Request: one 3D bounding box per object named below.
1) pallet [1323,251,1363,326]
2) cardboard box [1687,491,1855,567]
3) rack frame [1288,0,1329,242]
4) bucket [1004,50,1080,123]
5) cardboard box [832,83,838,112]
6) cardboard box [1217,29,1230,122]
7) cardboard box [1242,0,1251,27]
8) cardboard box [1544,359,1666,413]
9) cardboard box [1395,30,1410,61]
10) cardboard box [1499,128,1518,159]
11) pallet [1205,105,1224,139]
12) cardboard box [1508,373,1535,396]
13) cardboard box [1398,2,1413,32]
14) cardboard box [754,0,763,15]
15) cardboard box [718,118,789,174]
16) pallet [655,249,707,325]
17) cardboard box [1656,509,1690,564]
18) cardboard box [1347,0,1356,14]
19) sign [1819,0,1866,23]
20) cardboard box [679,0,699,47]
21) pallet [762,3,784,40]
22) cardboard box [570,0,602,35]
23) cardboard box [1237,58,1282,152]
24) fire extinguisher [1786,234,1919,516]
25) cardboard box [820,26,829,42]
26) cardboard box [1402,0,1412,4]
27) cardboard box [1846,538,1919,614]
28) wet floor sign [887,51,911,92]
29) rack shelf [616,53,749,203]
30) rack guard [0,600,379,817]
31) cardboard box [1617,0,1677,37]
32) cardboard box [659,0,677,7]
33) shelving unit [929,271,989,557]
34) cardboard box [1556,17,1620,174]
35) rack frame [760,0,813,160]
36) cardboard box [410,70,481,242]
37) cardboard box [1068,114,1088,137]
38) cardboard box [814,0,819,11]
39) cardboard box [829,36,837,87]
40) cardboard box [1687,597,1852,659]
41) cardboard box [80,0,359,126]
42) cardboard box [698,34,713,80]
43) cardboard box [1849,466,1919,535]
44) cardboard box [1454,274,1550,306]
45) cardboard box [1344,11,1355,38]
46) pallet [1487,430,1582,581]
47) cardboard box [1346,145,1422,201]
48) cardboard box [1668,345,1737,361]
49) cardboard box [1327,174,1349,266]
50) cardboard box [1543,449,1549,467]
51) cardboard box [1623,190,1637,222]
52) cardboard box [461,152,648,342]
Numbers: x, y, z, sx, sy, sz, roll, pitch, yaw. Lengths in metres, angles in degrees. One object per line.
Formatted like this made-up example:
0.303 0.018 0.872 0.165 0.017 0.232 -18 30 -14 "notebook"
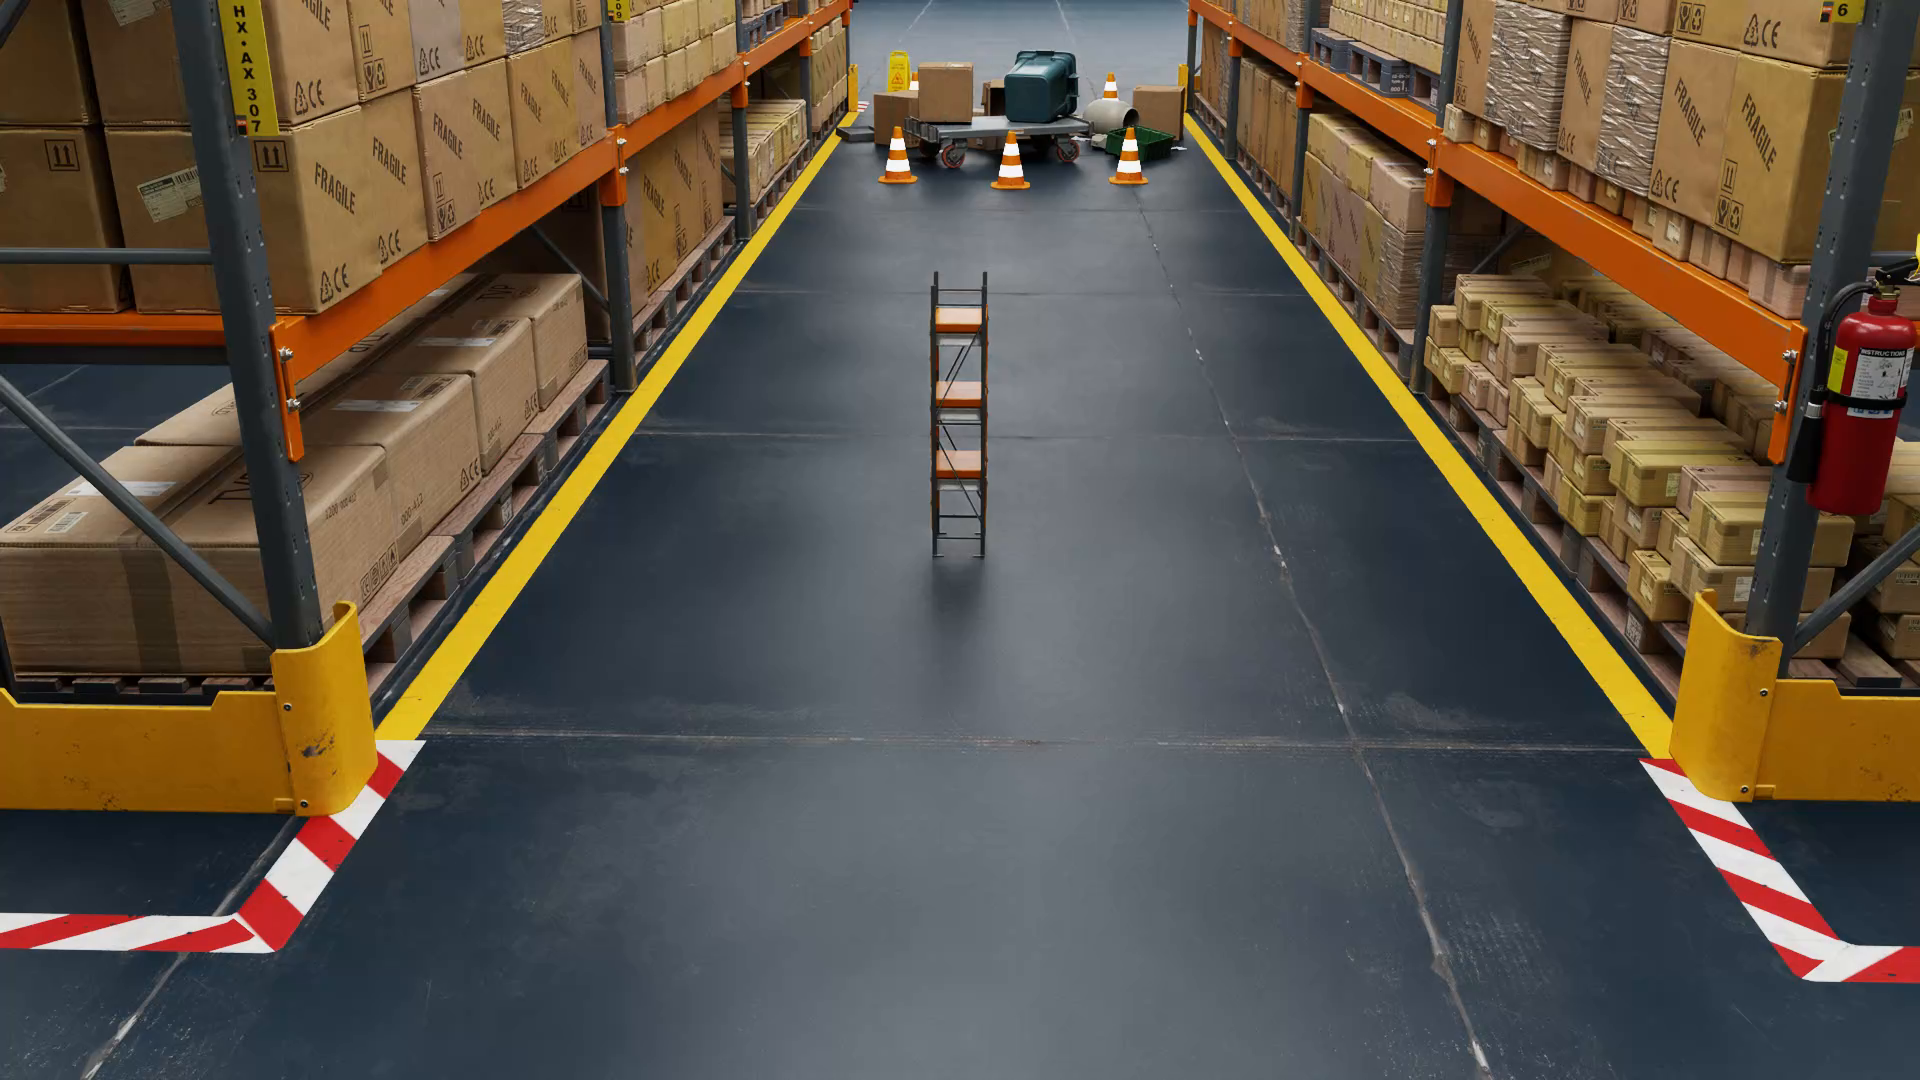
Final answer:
2.851 -1.566 10.273 1.003 0.211 1.213 1 21 2 "pallet"
2.436 -0.034 5.009 0.380 0.149 0.250 1 21 2 "cardboard box"
2.916 -3.589 11.631 1.000 3.000 0.127 1 21 2 "rack frame"
0.738 -4.292 15.868 0.726 0.611 0.620 8 33 20 "bucket"
-1.581 -4.741 17.822 0.500 0.250 0.500 0 21 0 "cardboard box"
3.151 -4.793 17.091 0.875 0.875 0.875 1 21 2 "cardboard box"
2.738 -4.712 14.387 0.500 0.500 0.500 1 21 2 "cardboard box"
2.504 -0.599 6.465 0.380 0.149 0.250 1 21 2 "cardboard box"
2.636 -2.742 9.216 0.380 0.149 0.250 0 21 -1 "cardboard box"
2.570 -1.735 7.201 0.380 0.149 0.250 0 21 -1 "cardboard box"
3.174 -4.451 17.709 1.003 0.211 1.213 1 21 2 "pallet"
2.532 -0.642 6.987 0.380 0.149 0.250 2 21 4 "cardboard box"
2.640 -2.884 9.170 0.380 0.149 0.250 0 21 -1 "cardboard box"
-1.713 -4.100 12.716 0.380 0.149 0.250 1 21 2 "cardboard box"
-1.964 -3.322 13.997 0.950 0.372 0.625 1 21 3 "cardboard box"
-2.174 -1.582 10.315 1.003 0.211 1.213 1 21 2 "pallet"
2.466 0.011 5.304 0.380 0.149 0.250 0 21 0 "cardboard box"
2.690 -3.439 10.600 0.380 0.149 0.250 0 21 0 "cardboard box"
2.119 -1.397 3.944 0.100 0.325 0.005 1 21 2 "sign"
-1.818 -3.033 9.716 0.500 0.250 0.500 0 21 0 "cardboard box"
-2.015 -4.233 13.558 1.003 0.211 1.213 1 21 2 "pallet"
-1.894 -2.499 7.303 0.500 0.500 0.500 0 21 1 "cardboard box"
3.109 -3.956 15.108 1.050 0.750 0.750 1 21 1 "cardboard box"
2.204 -0.400 4.036 0.296 0.674 0.183 1 21 2 "fire extinguisher"
-1.542 -5.157 16.960 0.380 0.149 0.250 2 21 5 "cardboard box"
2.648 -3.020 9.110 0.380 0.149 0.250 0 21 0 "cardboard box"
2.946 0.112 5.043 0.380 0.149 0.250 2 21 4 "cardboard box"
-0.716 -5.458 19.705 0.267 0.644 0.232 8 23 20 "wet floor sign"
-2.095 -2.548 9.944 1.077 0.370 4.000 1 21 2 "rack shelf"
-2.278 0.460 4.652 1.175 0.500 0.348 1 21 2 "rack guard"
2.461 -1.887 5.314 0.500 0.500 0.500 2 21 4 "cardboard box"
-1.850 -3.194 9.095 0.500 0.500 0.500 0 21 0 "cardboard box"
-0.002 -0.470 6.289 0.215 1.050 0.252 1 21 2 "shelving unit"
2.482 -1.596 5.947 0.500 0.500 0.500 2 21 4 "cardboard box"
-1.913 -5.053 15.405 1.000 3.000 0.127 1 21 2 "rack frame"
-1.955 -1.298 5.589 0.500 0.500 0.500 1 21 1 "cardboard box"
1.249 -4.402 17.507 0.396 0.266 0.258 4 22 11 "cardboard box"
-1.607 -5.323 16.449 0.380 0.149 0.250 1 21 3 "cardboard box"
-1.590 -5.099 17.707 0.500 0.500 0.500 0 21 0 "cardboard box"
2.481 0.245 5.112 0.380 0.149 0.250 1 21 3 "cardboard box"
-1.978 -1.397 4.463 0.500 0.500 0.500 0 21 0 "cardboard box"
-1.822 -2.984 10.280 0.500 0.250 0.500 0 21 1 "cardboard box"
2.917 -0.127 5.247 0.380 0.149 0.250 1 21 3 "cardboard box"
2.577 -1.164 7.920 0.380 0.149 0.250 1 21 4 "cardboard box"
2.685 -3.313 10.688 0.380 0.149 0.250 2 21 4 "cardboard box"
2.775 -0.157 6.641 1.003 0.211 1.213 1 21 2 "pallet"
2.596 -2.171 9.817 0.500 0.250 0.500 0 21 -1 "cardboard box"
3.078 -0.682 6.679 0.380 0.149 0.250 0 21 0 "cardboard box"
2.617 -1.999 10.408 0.500 0.500 0.500 0 21 0 "cardboard box"
2.532 -0.316 6.556 0.380 0.149 0.250 1 21 3 "cardboard box"
2.528 -1.165 5.731 0.380 0.149 0.250 0 21 -1 "cardboard box"
-2.217 -1.591 8.838 0.875 0.875 0.875 1 21 3 "cardboard box"
